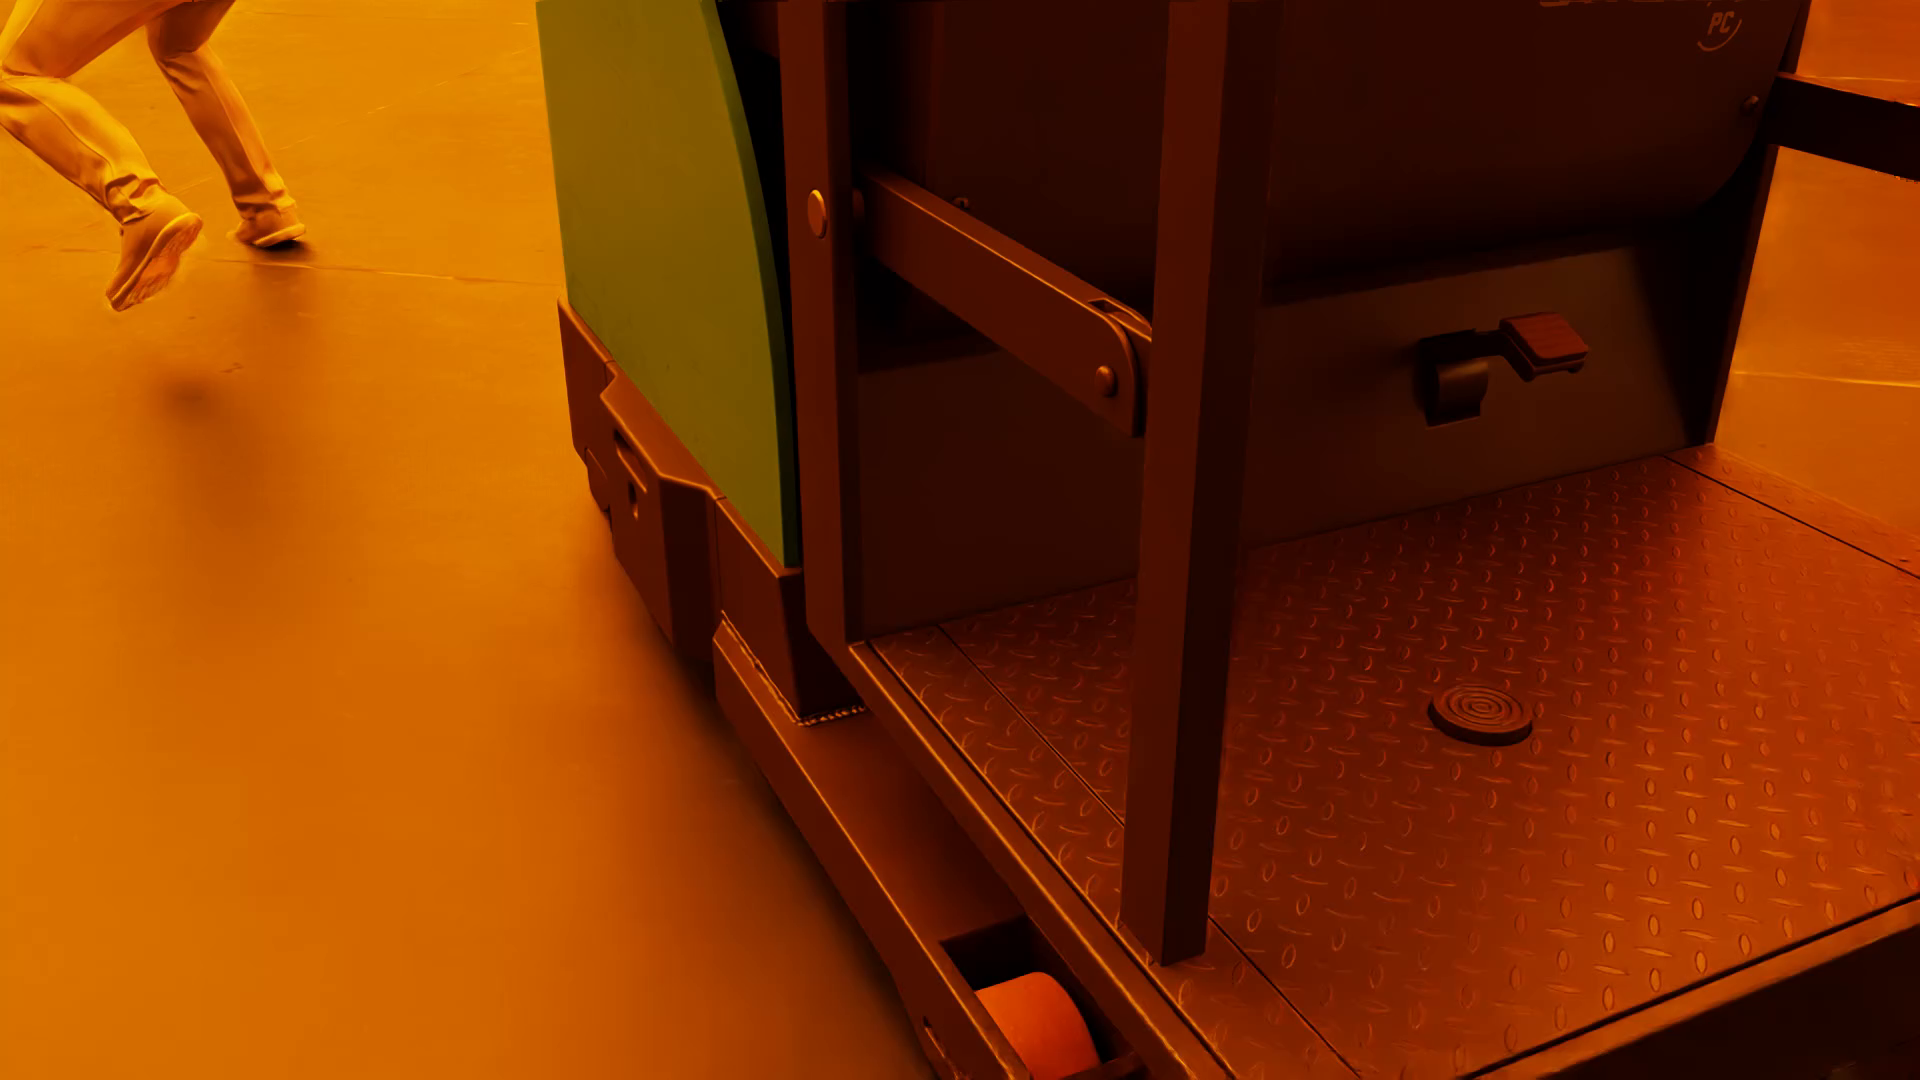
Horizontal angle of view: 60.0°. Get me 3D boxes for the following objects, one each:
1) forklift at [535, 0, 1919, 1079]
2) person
[{"bbox_3d":[0.472,-0.914,1.058,1.130,2.935,3.031,-12,29,-22],"label":"forklift"},{"bbox_3d":[-1.600,-1.245,3.344,0.468,1.555,1.042,4,27,8],"label":"person"}]
